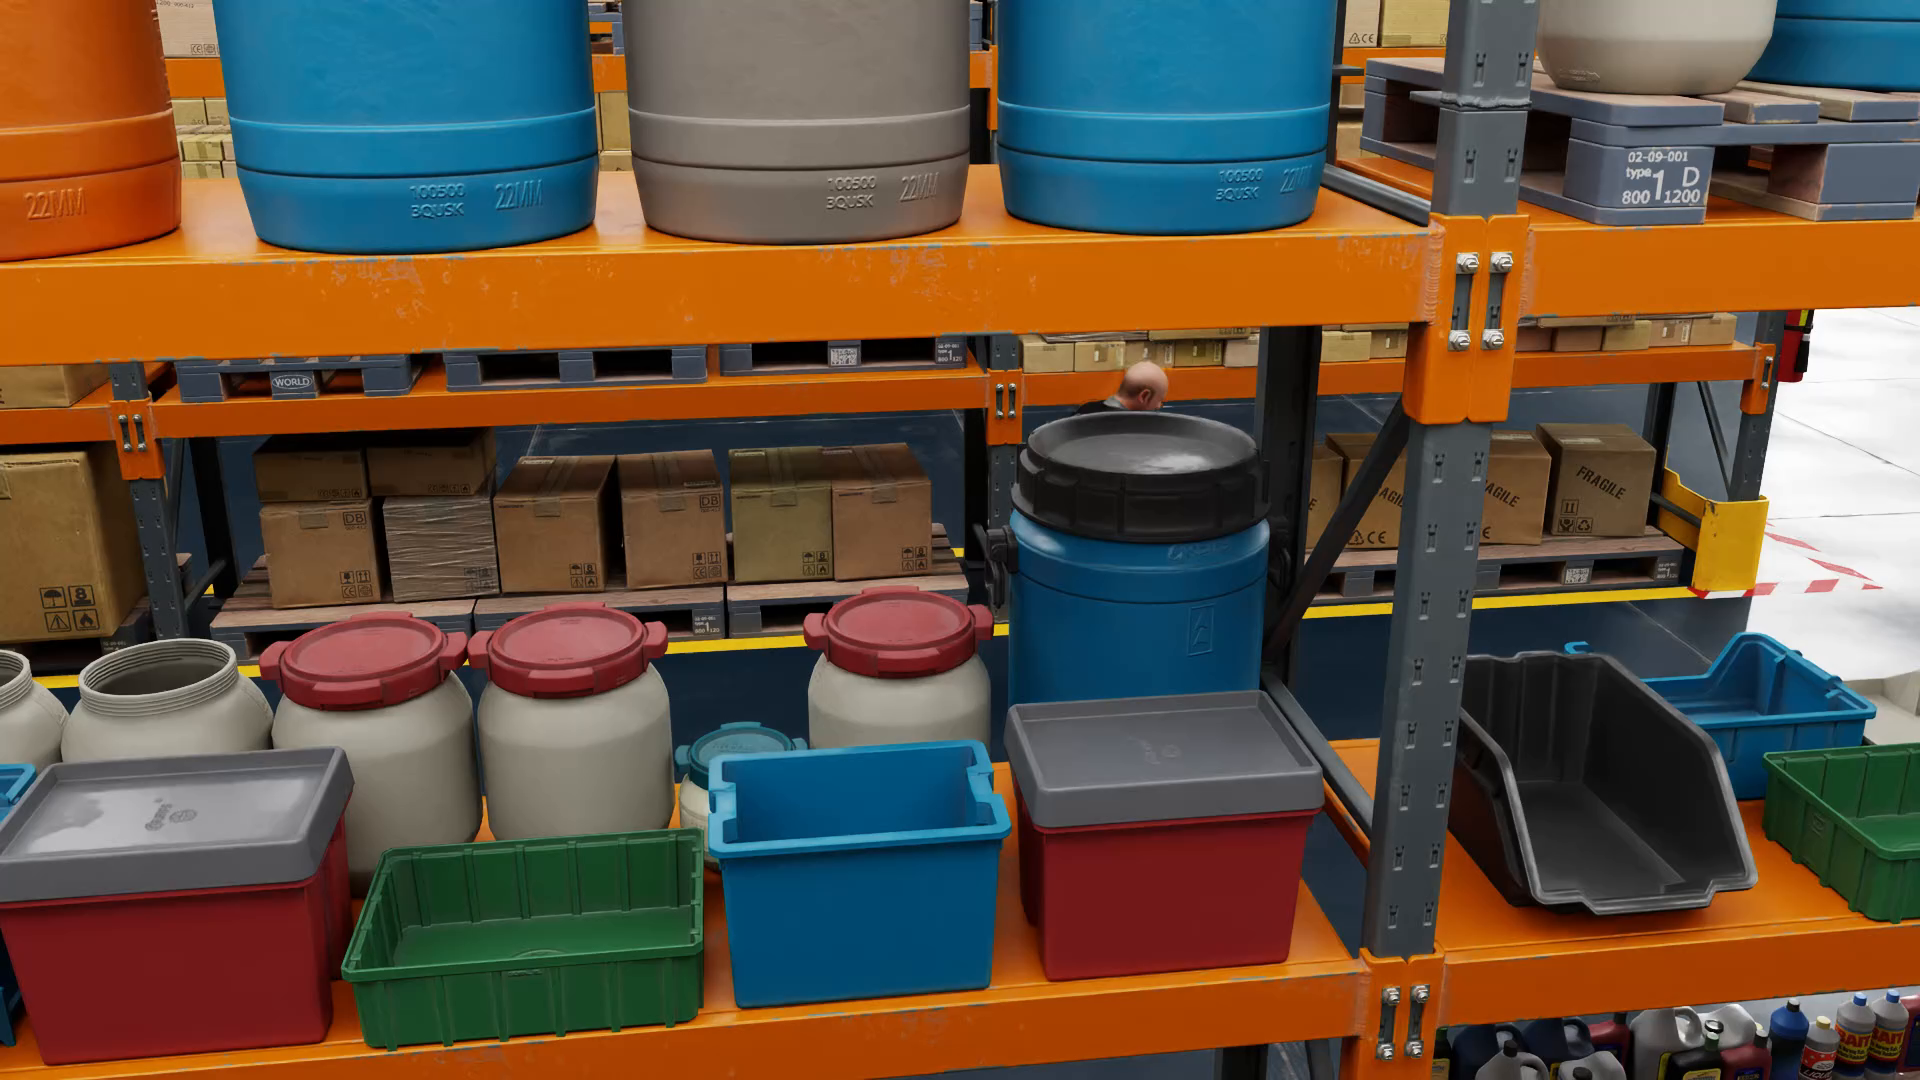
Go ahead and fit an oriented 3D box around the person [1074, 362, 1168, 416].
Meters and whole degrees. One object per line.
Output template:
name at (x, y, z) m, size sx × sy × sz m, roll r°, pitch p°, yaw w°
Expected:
person at (0.622, 0.008, 7.281) m, size 0.532 × 1.599 × 0.578 m, roll -2°, pitch 20°, yaw -7°
